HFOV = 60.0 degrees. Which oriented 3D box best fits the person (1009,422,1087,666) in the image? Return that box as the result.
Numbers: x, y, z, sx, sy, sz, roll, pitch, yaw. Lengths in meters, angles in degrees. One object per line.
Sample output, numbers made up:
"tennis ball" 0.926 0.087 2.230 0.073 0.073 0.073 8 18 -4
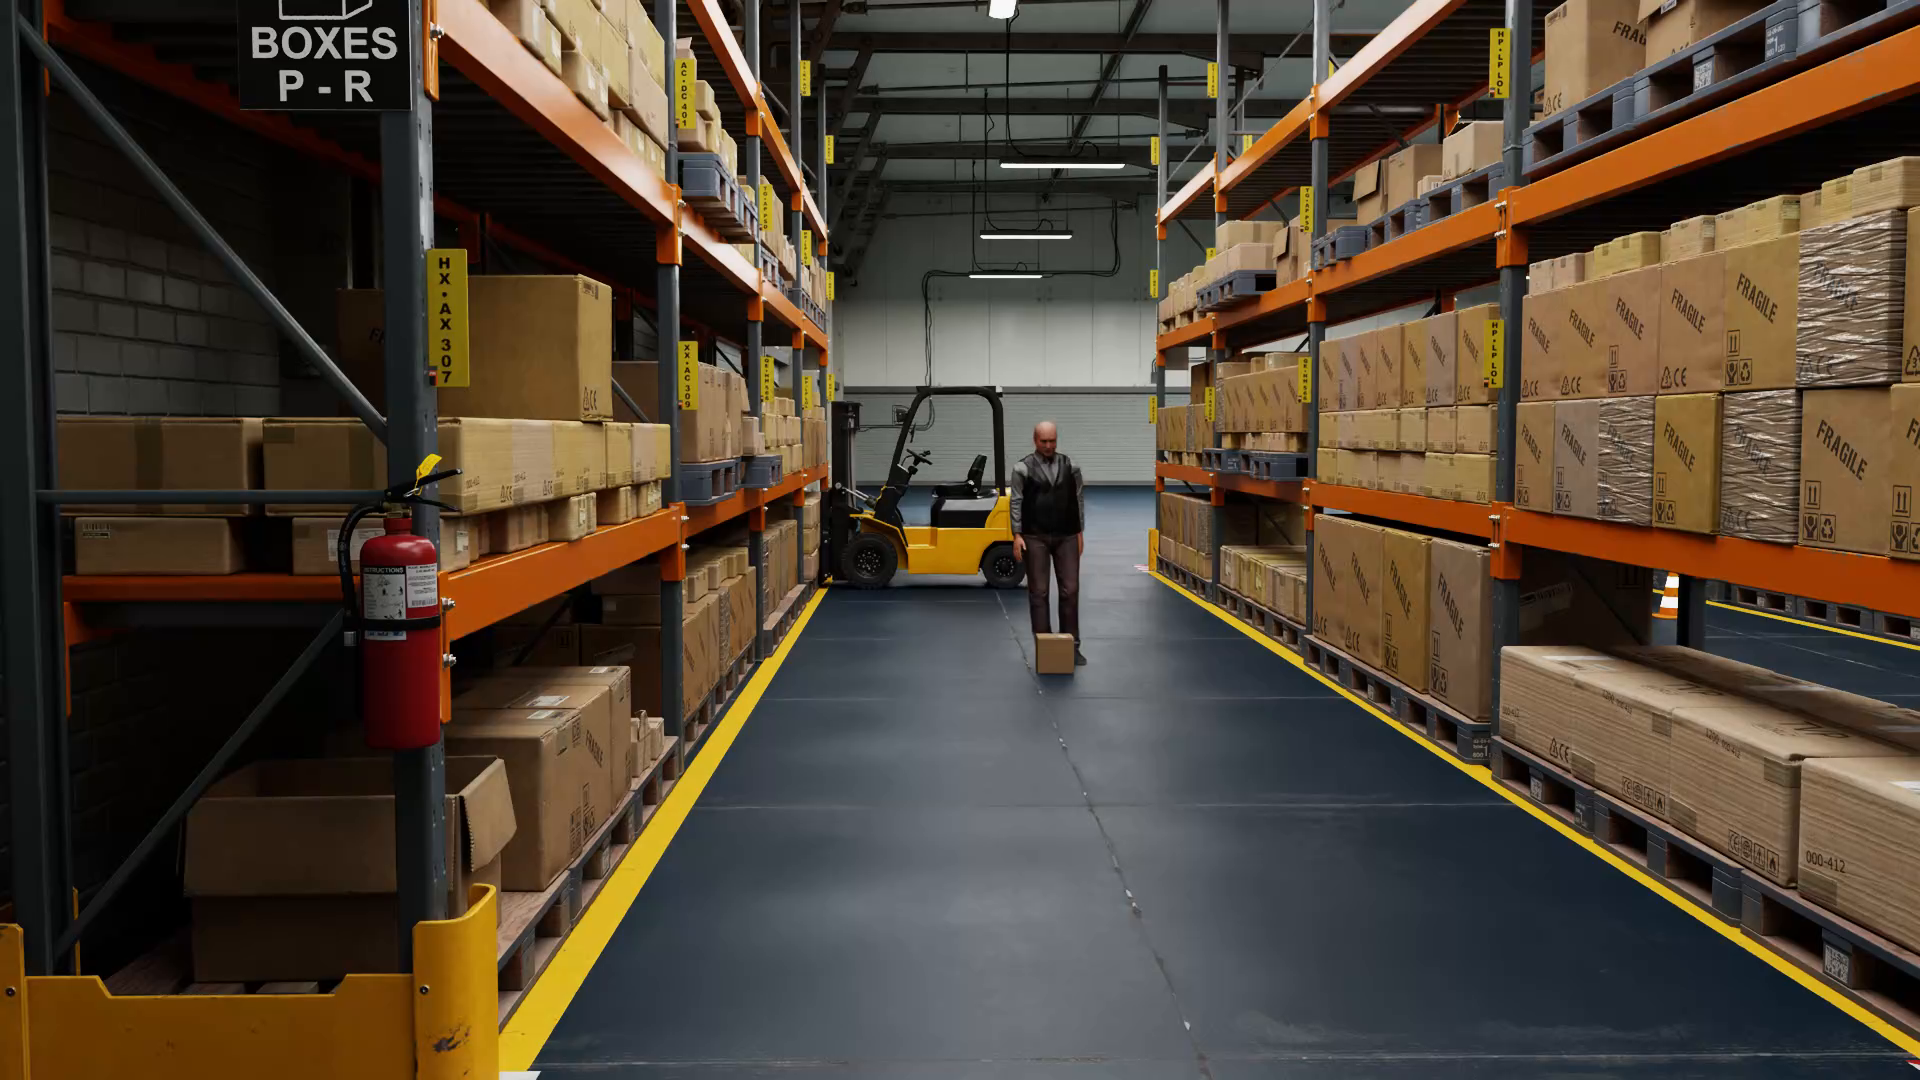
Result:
"person" 0.642 0.025 11.976 0.557 1.752 0.446 0 4 -8
